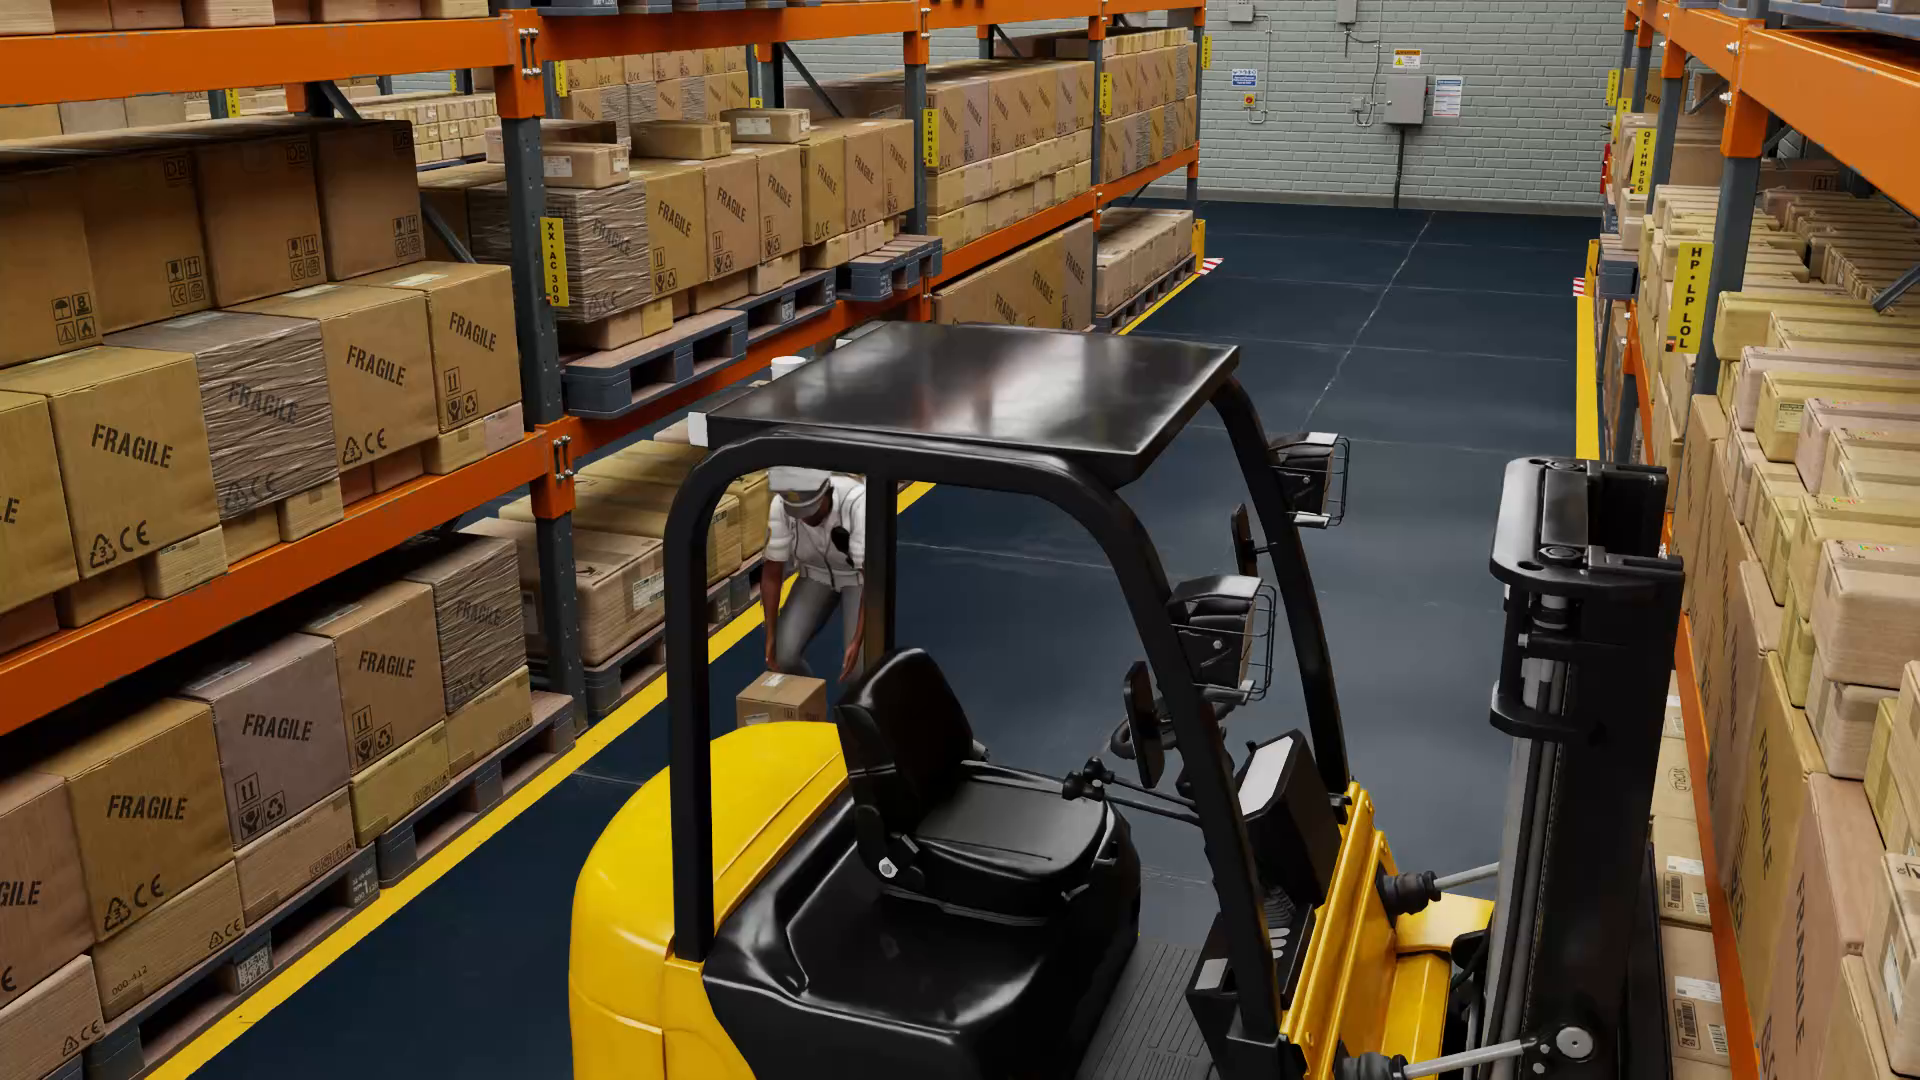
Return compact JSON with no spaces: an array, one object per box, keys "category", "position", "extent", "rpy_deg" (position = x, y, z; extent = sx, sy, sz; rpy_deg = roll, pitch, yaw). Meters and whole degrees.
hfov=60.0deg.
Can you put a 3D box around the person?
[{"category":"person","position":[-0.476,0.241,6.549],"extent":[0.443,1.100,0.532],"rpy_deg":[6,20,18]}]
